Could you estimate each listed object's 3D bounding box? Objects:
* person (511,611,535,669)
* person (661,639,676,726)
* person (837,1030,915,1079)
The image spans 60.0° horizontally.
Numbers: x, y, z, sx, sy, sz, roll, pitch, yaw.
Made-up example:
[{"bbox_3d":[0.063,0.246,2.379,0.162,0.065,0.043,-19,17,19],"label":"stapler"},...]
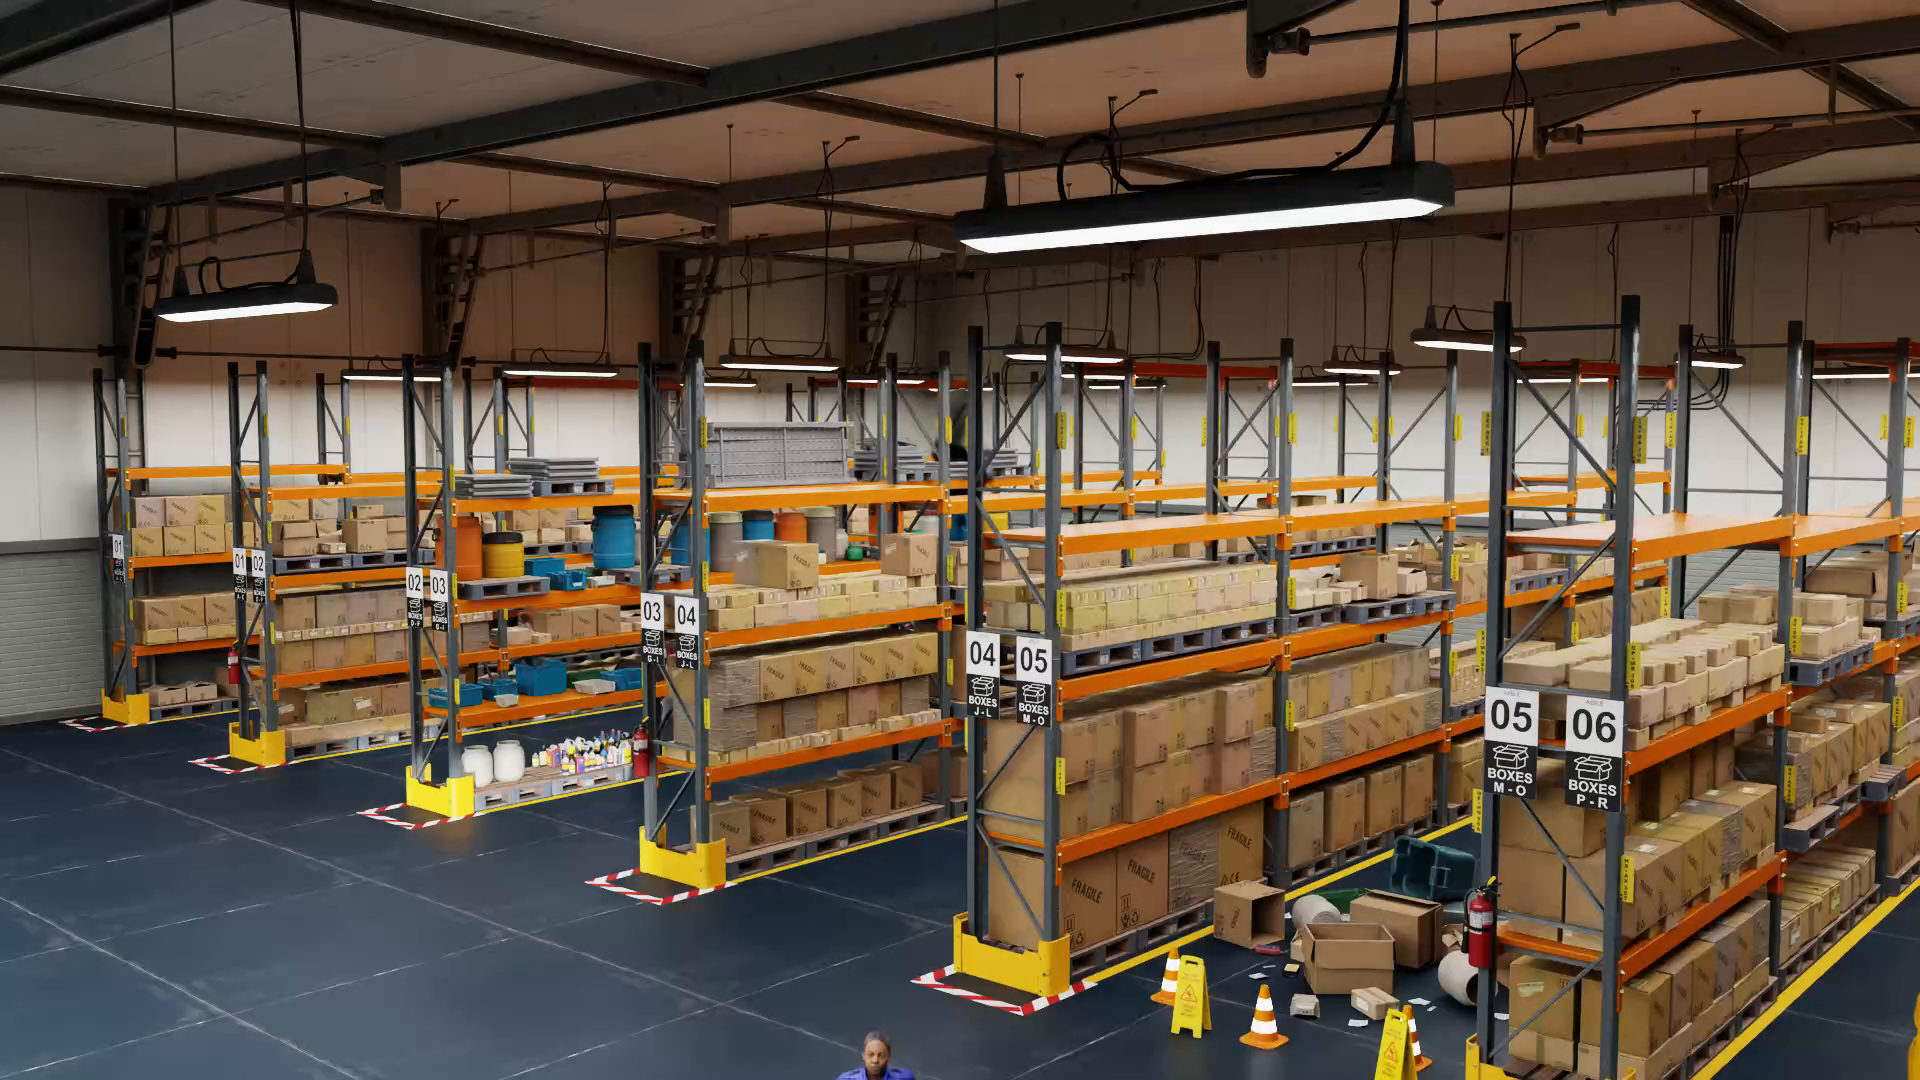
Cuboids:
[{"bbox_3d":[-8.180,2.091,31.143,0.569,1.548,0.680,3,5,35],"label":"person"},{"bbox_3d":[-4.852,2.278,28.018,0.632,1.661,0.861,3,5,32],"label":"person"},{"bbox_3d":[-0.493,3.651,9.763,0.600,1.637,0.758,0,4,-2],"label":"person"}]
